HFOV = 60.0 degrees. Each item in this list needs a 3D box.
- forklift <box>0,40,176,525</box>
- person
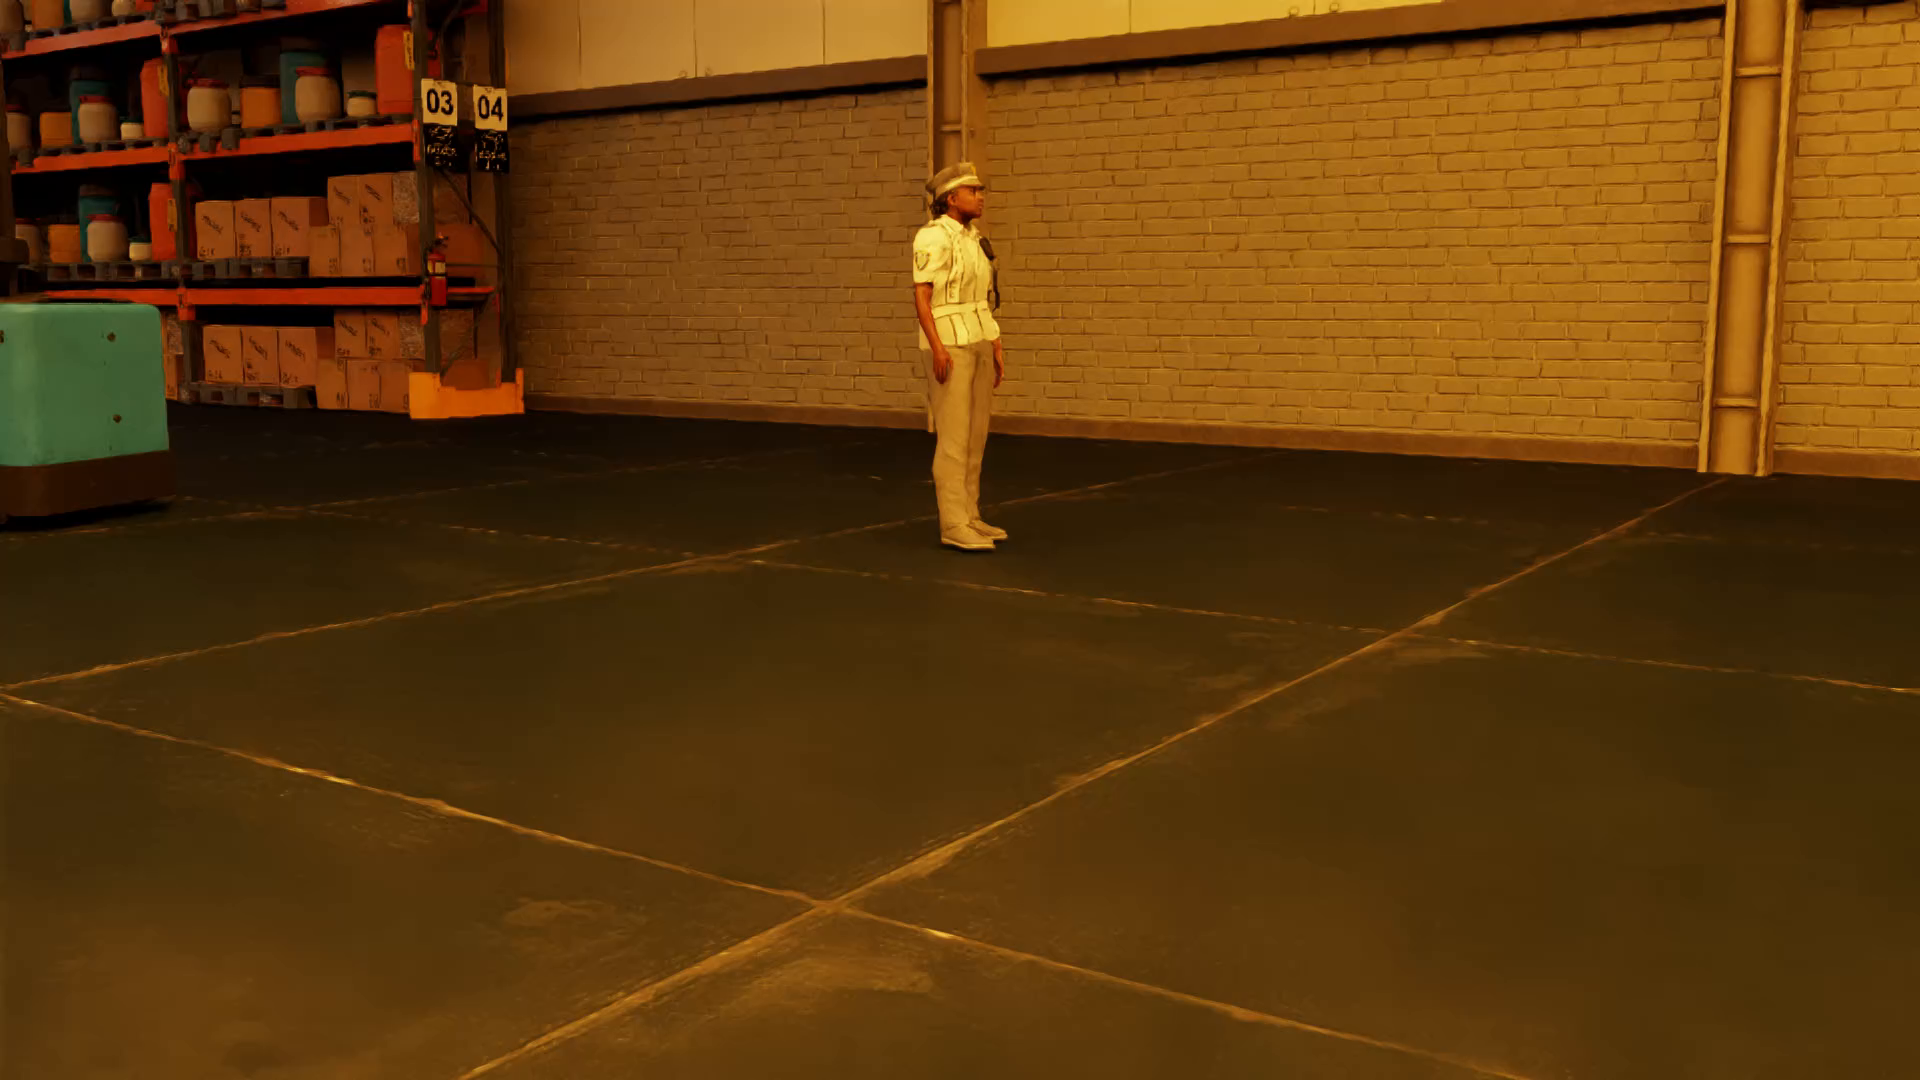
[{"bbox_3d":[-5.719,-1.601,8.451,3.031,2.935,1.130,2,8,11],"label":"forklift"},{"bbox_3d":[0.051,-0.837,7.426,0.529,1.693,0.570,5,10,34],"label":"person"}]
